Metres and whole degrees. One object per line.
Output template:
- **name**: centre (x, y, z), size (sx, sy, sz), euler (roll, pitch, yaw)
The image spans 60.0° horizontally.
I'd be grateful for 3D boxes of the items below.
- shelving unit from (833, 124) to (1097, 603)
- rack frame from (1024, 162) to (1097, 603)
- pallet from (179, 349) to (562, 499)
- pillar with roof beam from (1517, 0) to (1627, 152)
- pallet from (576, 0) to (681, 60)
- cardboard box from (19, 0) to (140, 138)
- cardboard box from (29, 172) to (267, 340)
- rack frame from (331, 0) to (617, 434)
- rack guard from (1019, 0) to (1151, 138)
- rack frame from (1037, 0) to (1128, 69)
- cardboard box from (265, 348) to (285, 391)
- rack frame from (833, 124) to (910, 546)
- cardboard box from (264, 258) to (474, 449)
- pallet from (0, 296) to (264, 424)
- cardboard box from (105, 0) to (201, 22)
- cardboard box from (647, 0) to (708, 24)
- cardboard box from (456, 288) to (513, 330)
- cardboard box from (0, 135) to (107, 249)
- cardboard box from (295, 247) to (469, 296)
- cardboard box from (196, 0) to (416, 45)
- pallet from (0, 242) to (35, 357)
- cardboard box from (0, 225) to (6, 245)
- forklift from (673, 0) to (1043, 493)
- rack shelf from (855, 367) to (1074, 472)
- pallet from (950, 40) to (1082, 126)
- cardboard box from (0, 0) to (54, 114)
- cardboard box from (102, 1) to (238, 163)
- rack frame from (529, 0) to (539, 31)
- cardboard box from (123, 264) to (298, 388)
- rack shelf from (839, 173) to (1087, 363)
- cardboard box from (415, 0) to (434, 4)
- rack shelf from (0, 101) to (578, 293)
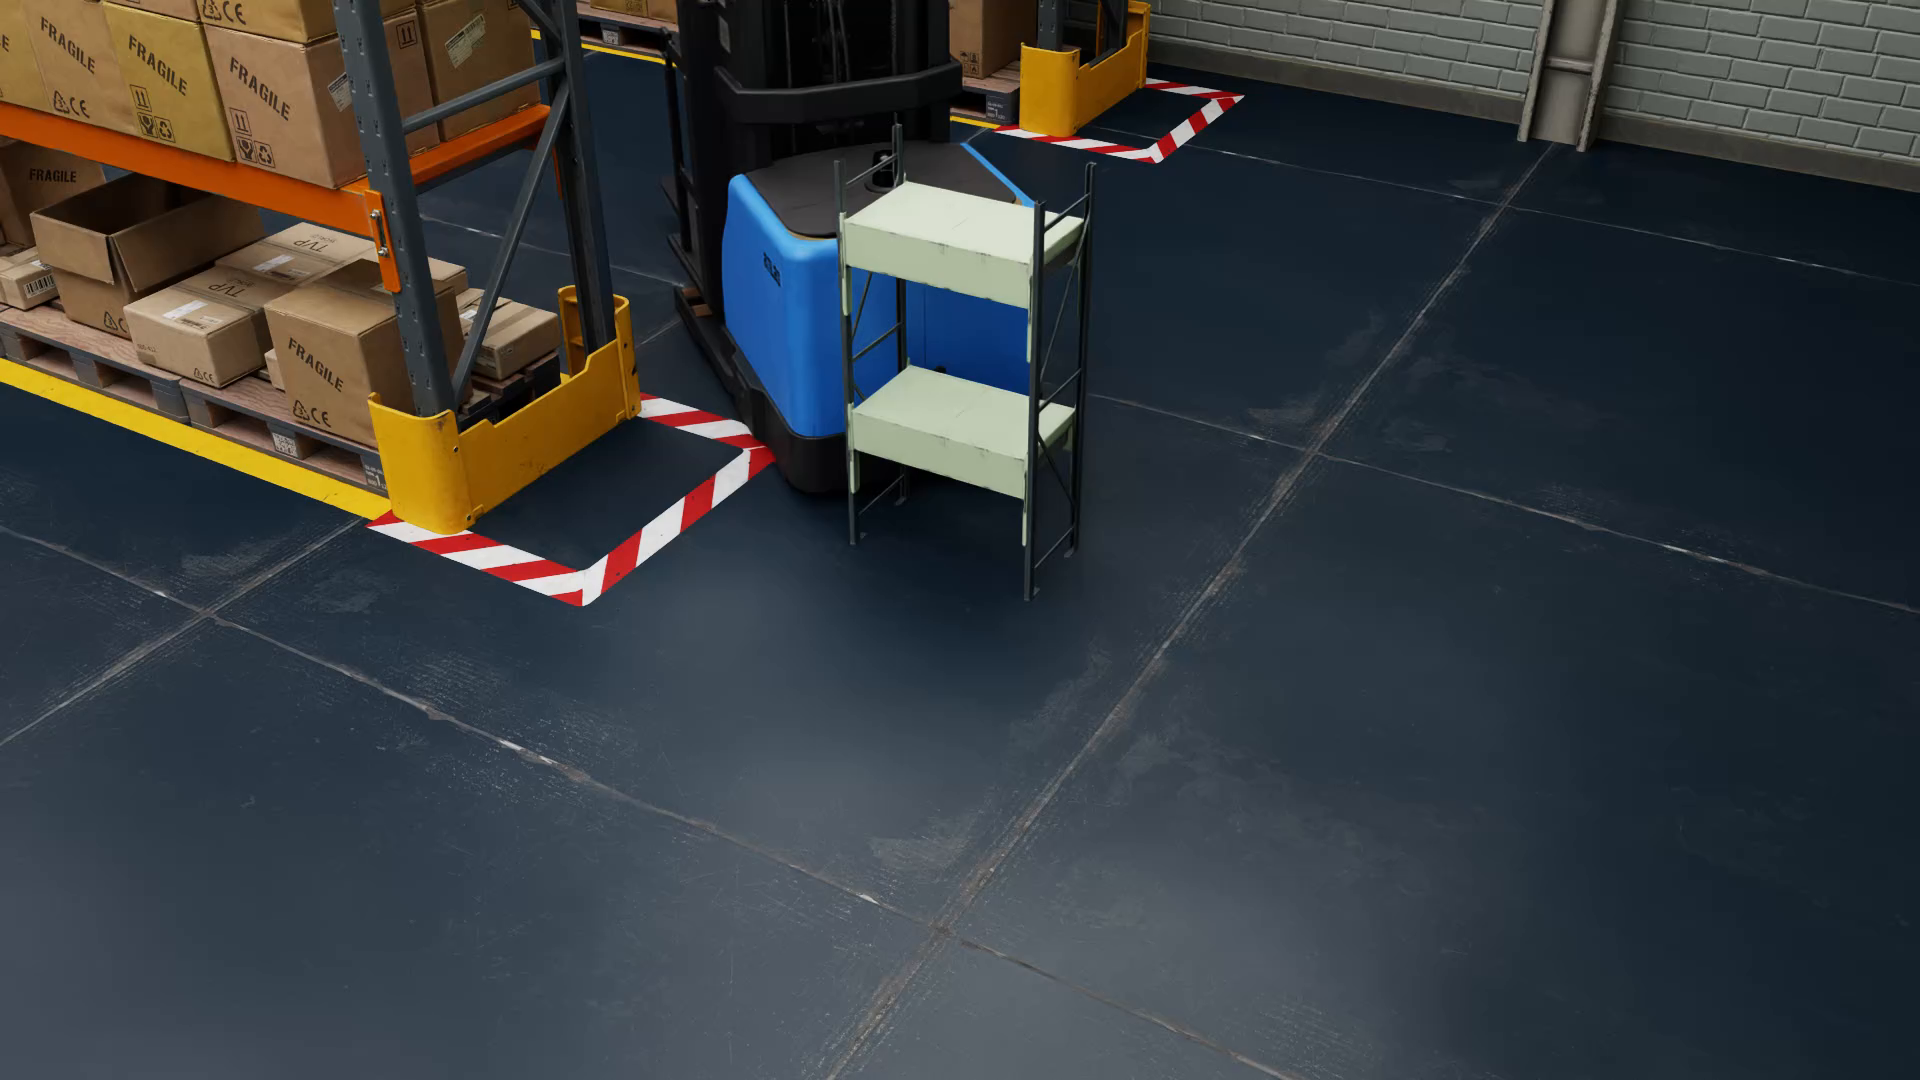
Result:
- **shelving unit**: centre (0.016, -0.599, 5.797), size (0.755, 1.500, 0.431), euler (17, 37, 24)
- **rack frame**: centre (0.335, -0.500, 5.648), size (0.023, 1.500, 0.400), euler (17, 37, 24)
- **pallet**: centre (-2.464, -0.640, 7.020), size (1.213, 0.211, 1.003), euler (18, 37, 24)
- **pillar with roof beam**: centre (1.387, -4.045, 4.205), size (0.400, 9.000, 9.100), euler (18, 37, 24)
- **pallet**: centre (-2.102, -3.638, 11.523), size (1.213, 0.211, 1.003), euler (18, 37, 24)
- **cardboard box**: centre (-3.112, -1.875, 6.270), size (0.500, 0.500, 0.500), euler (18, 38, 25)
- **cardboard box**: centre (-3.545, -1.291, 7.337), size (0.637, 0.503, 0.797), euler (18, 37, 24)
- **rack frame**: centre (-1.705, -1.561, 5.888), size (0.127, 3.000, 1.000), euler (18, 37, 24)
- **rack guard**: centre (0.770, -2.899, 10.152), size (0.348, 0.500, 1.175), euler (18, 37, 24)
- **rack frame**: centre (0.749, -3.946, 9.469), size (0.127, 3.000, 1.000), euler (18, 37, 24)
- **cardboard box**: centre (-2.607, -0.750, 6.830), size (0.250, 0.166, 0.380), euler (18, 37, 24)
- **rack frame**: centre (-0.303, -0.699, 5.947), size (0.023, 1.500, 0.400), euler (17, 37, 24)
- **cardboard box**: centre (-2.300, -0.734, 6.505), size (0.500, 0.500, 0.500), euler (18, 37, 24)
- **pallet**: centre (-3.519, -0.976, 7.525), size (1.213, 0.211, 1.003), euler (18, 37, 24)
- **cardboard box**: centre (-2.667, -2.147, 5.776), size (0.500, 0.500, 0.500), euler (19, 38, 26)
- **cardboard box**: centre (-1.691, -3.785, 11.104), size (0.500, 0.500, 0.700), euler (17, 37, 24)
- **cardboard box**: centre (-2.115, -0.914, 7.075), size (0.250, 0.166, 0.380), euler (18, 37, 24)
- **cardboard box**: centre (-4.543, -1.783, 8.080), size (0.500, 0.500, 0.500), euler (18, 37, 24)
- **cardboard box**: centre (-2.471, -1.023, 7.164), size (0.500, 0.250, 0.500), euler (18, 37, 24)
- **cardboard box**: centre (-2.228, -2.009, 5.568), size (0.500, 0.500, 0.500), euler (17, 37, 24)
- **pallet**: centre (-4.582, -1.311, 8.028), size (1.213, 0.211, 1.003), euler (18, 37, 24)
- **cardboard box**: centre (-4.921, -1.505, 7.833), size (0.500, 0.311, 0.500), euler (18, 37, 24)
- **forklift**: centre (-0.687, -2.210, 6.924), size (1.130, 2.935, 3.031), euler (-12, 36, -18)
- **rack shelf**: centre (0.016, -0.409, 5.924), size (0.686, 0.124, 0.368), euler (17, 37, 24)
- **pallet**: centre (0.016, -2.967, 10.515), size (1.213, 0.211, 1.003), euler (18, 37, 24)
- **cardboard box**: centre (-3.549, -2.014, 6.478), size (0.500, 0.500, 0.500), euler (17, 37, 24)
- **cardboard box**: centre (-2.681, -1.736, 6.060), size (0.500, 0.500, 0.500), euler (18, 38, 25)
- **rack frame**: centre (-2.724, -5.046, 11.121), size (0.127, 3.000, 1.000), euler (18, 37, 24)
- **cardboard box**: centre (-3.110, -0.906, 6.988), size (0.500, 0.250, 0.500), euler (18, 37, 24)
- **rack shelf**: centre (0.016, -0.924, 5.581), size (0.720, 0.370, 0.431), euler (17, 37, 24)
- **cardboard box**: centre (-1.960, -2.267, 5.956), size (0.500, 0.500, 0.500), euler (19, 38, 26)
- **rack shelf**: centre (-3.442, -1.811, 6.913), size (4.000, 0.370, 1.077), euler (18, 37, 24)
